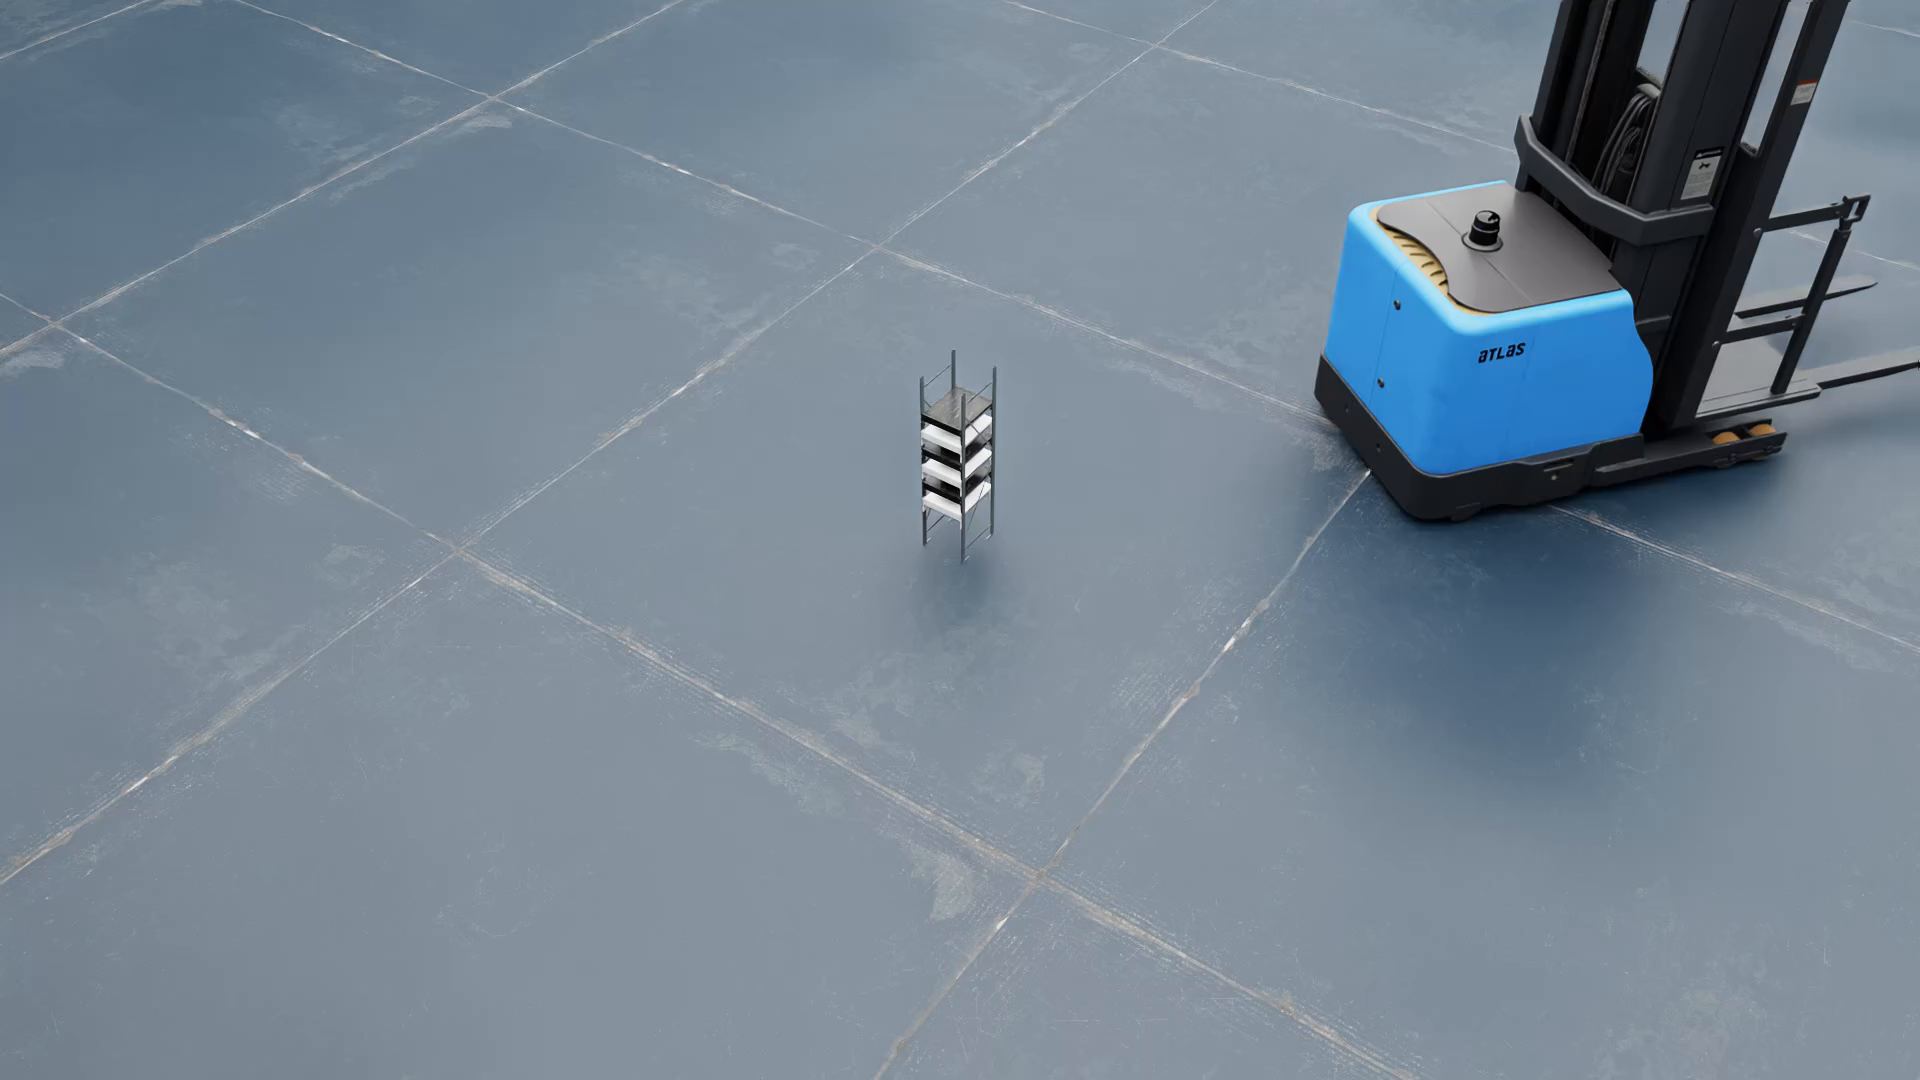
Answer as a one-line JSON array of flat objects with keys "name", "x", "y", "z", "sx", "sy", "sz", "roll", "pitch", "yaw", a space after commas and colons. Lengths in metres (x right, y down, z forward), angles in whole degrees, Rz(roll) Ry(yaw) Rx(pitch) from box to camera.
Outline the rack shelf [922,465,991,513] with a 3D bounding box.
[{"name": "rack shelf", "x": -0.007, "y": -0.247, "z": 7.036, "sx": 0.200, "sy": 0.077, "sz": 0.258, "roll": 25, "pitch": 48, "yaw": 25}]

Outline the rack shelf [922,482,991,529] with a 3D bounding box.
[{"name": "rack shelf", "x": -0.007, "y": -0.179, "z": 7.096, "sx": 0.200, "sy": 0.077, "sz": 0.258, "roll": 25, "pitch": 48, "yaw": 25}]

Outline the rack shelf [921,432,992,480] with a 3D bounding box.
[{"name": "rack shelf", "x": -0.007, "y": -0.381, "z": 6.916, "sx": 0.200, "sy": 0.077, "sz": 0.258, "roll": 25, "pitch": 48, "yaw": 25}]

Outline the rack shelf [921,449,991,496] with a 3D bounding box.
[{"name": "rack shelf", "x": -0.007, "y": -0.314, "z": 6.976, "sx": 0.200, "sy": 0.077, "sz": 0.258, "roll": 25, "pitch": 48, "yaw": 25}]

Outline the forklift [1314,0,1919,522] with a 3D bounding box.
[{"name": "forklift", "x": 3.261, "y": -1.746, "z": 7.004, "sx": 3.031, "sy": 2.935, "sz": 1.130, "roll": -12, "pitch": 43, "yaw": -13}]

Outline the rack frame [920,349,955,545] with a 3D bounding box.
[{"name": "rack frame", "x": -0.090, "y": -0.377, "z": 6.997, "sx": 0.006, "sy": 0.900, "sz": 0.240, "roll": 25, "pitch": 48, "yaw": 25}]

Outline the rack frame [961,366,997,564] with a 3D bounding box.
[{"name": "rack frame", "x": 0.077, "y": -0.300, "z": 6.910, "sx": 0.006, "sy": 0.900, "sz": 0.240, "roll": 25, "pitch": 48, "yaw": 25}]

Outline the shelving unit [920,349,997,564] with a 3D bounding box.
[{"name": "shelving unit", "x": -0.007, "y": -0.338, "z": 6.953, "sx": 0.210, "sy": 0.900, "sz": 0.258, "roll": 25, "pitch": 48, "yaw": 25}]

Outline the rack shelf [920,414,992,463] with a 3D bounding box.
[{"name": "rack shelf", "x": -0.007, "y": -0.448, "z": 6.856, "sx": 0.200, "sy": 0.077, "sz": 0.258, "roll": 25, "pitch": 48, "yaw": 25}]

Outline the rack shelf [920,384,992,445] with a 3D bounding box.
[{"name": "rack shelf", "x": -0.007, "y": -0.515, "z": 6.796, "sx": 0.200, "sy": 0.077, "sz": 0.258, "roll": 25, "pitch": 48, "yaw": 25}]
